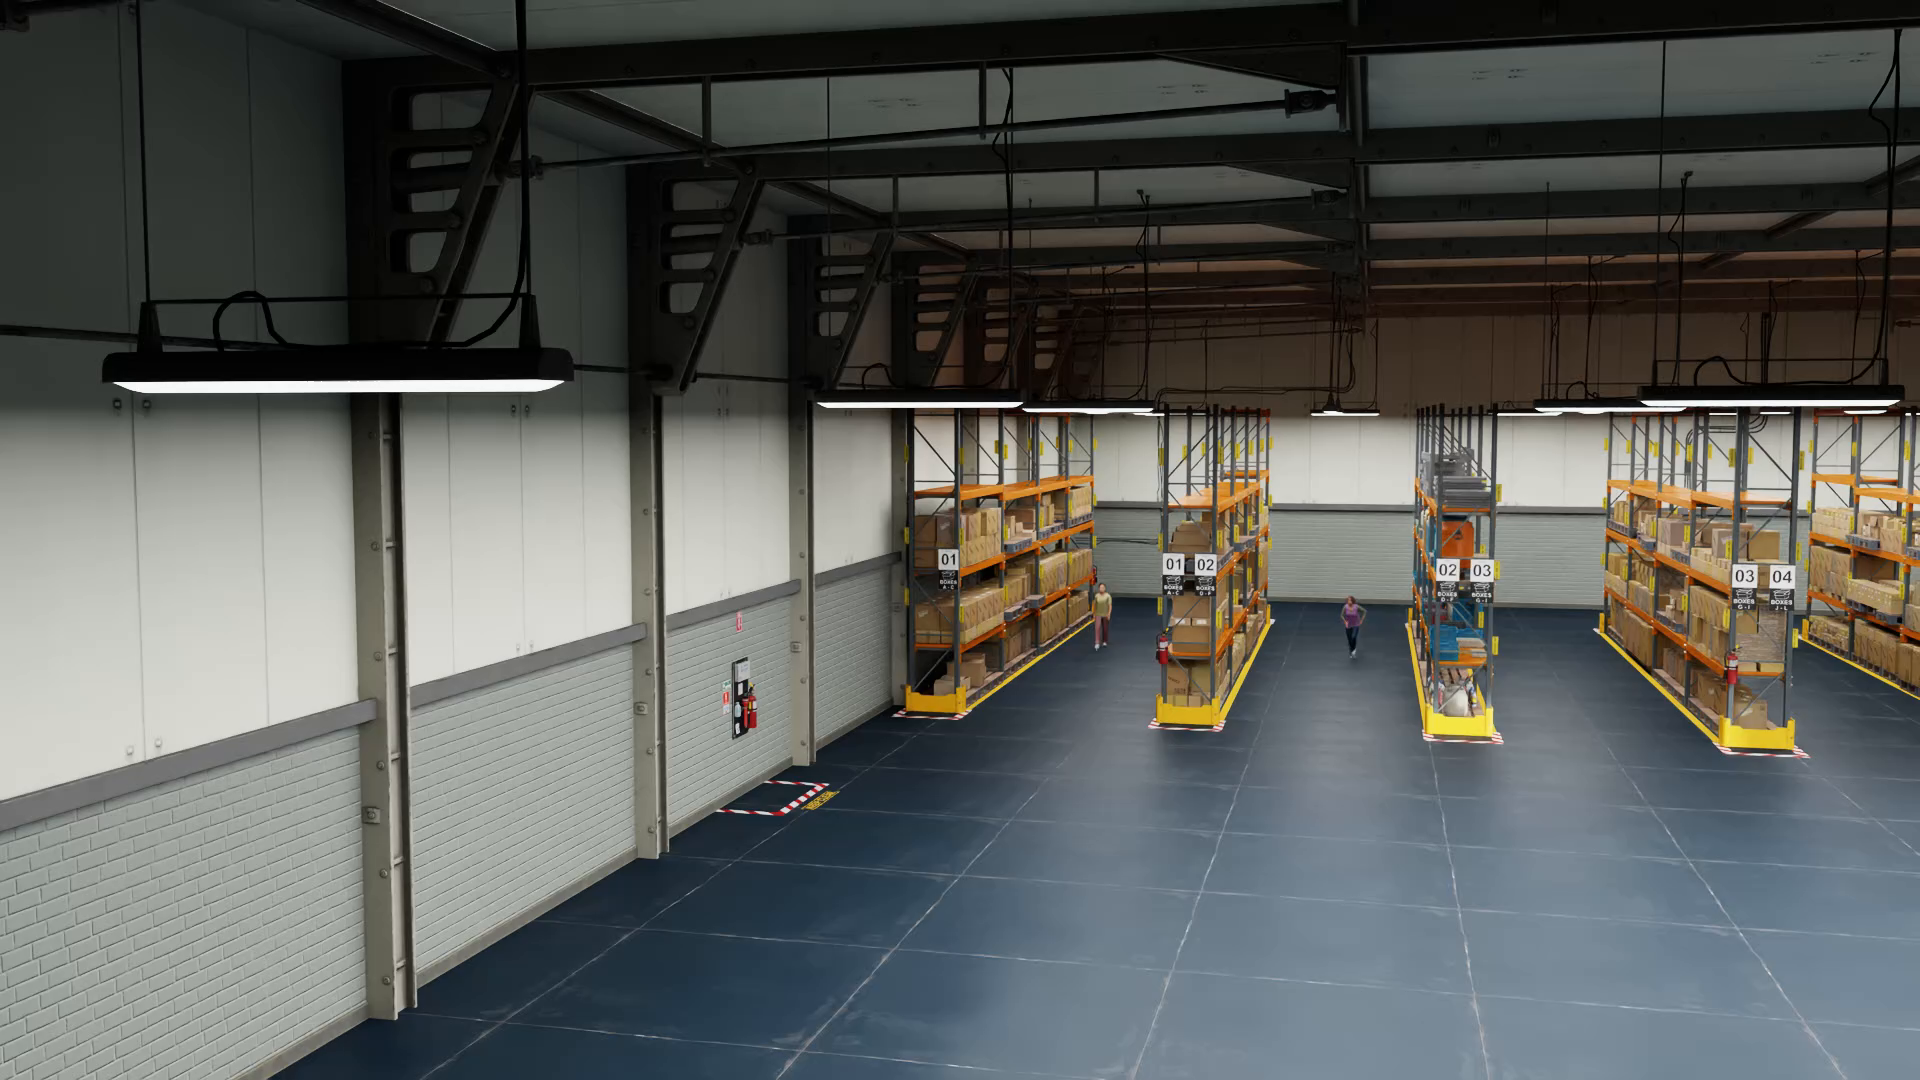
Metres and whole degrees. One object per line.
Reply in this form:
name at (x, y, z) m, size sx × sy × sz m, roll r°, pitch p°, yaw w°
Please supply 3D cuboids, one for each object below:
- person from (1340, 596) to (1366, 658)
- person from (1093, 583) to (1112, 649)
person at (9.377, 2.063, 39.625) m, size 0.581 × 1.515 × 0.793 m, roll 2°, pitch 5°, yaw 23°
person at (3.547, 1.877, 41.372) m, size 0.470 × 1.600 × 1.044 m, roll 0°, pitch 4°, yaw 5°
